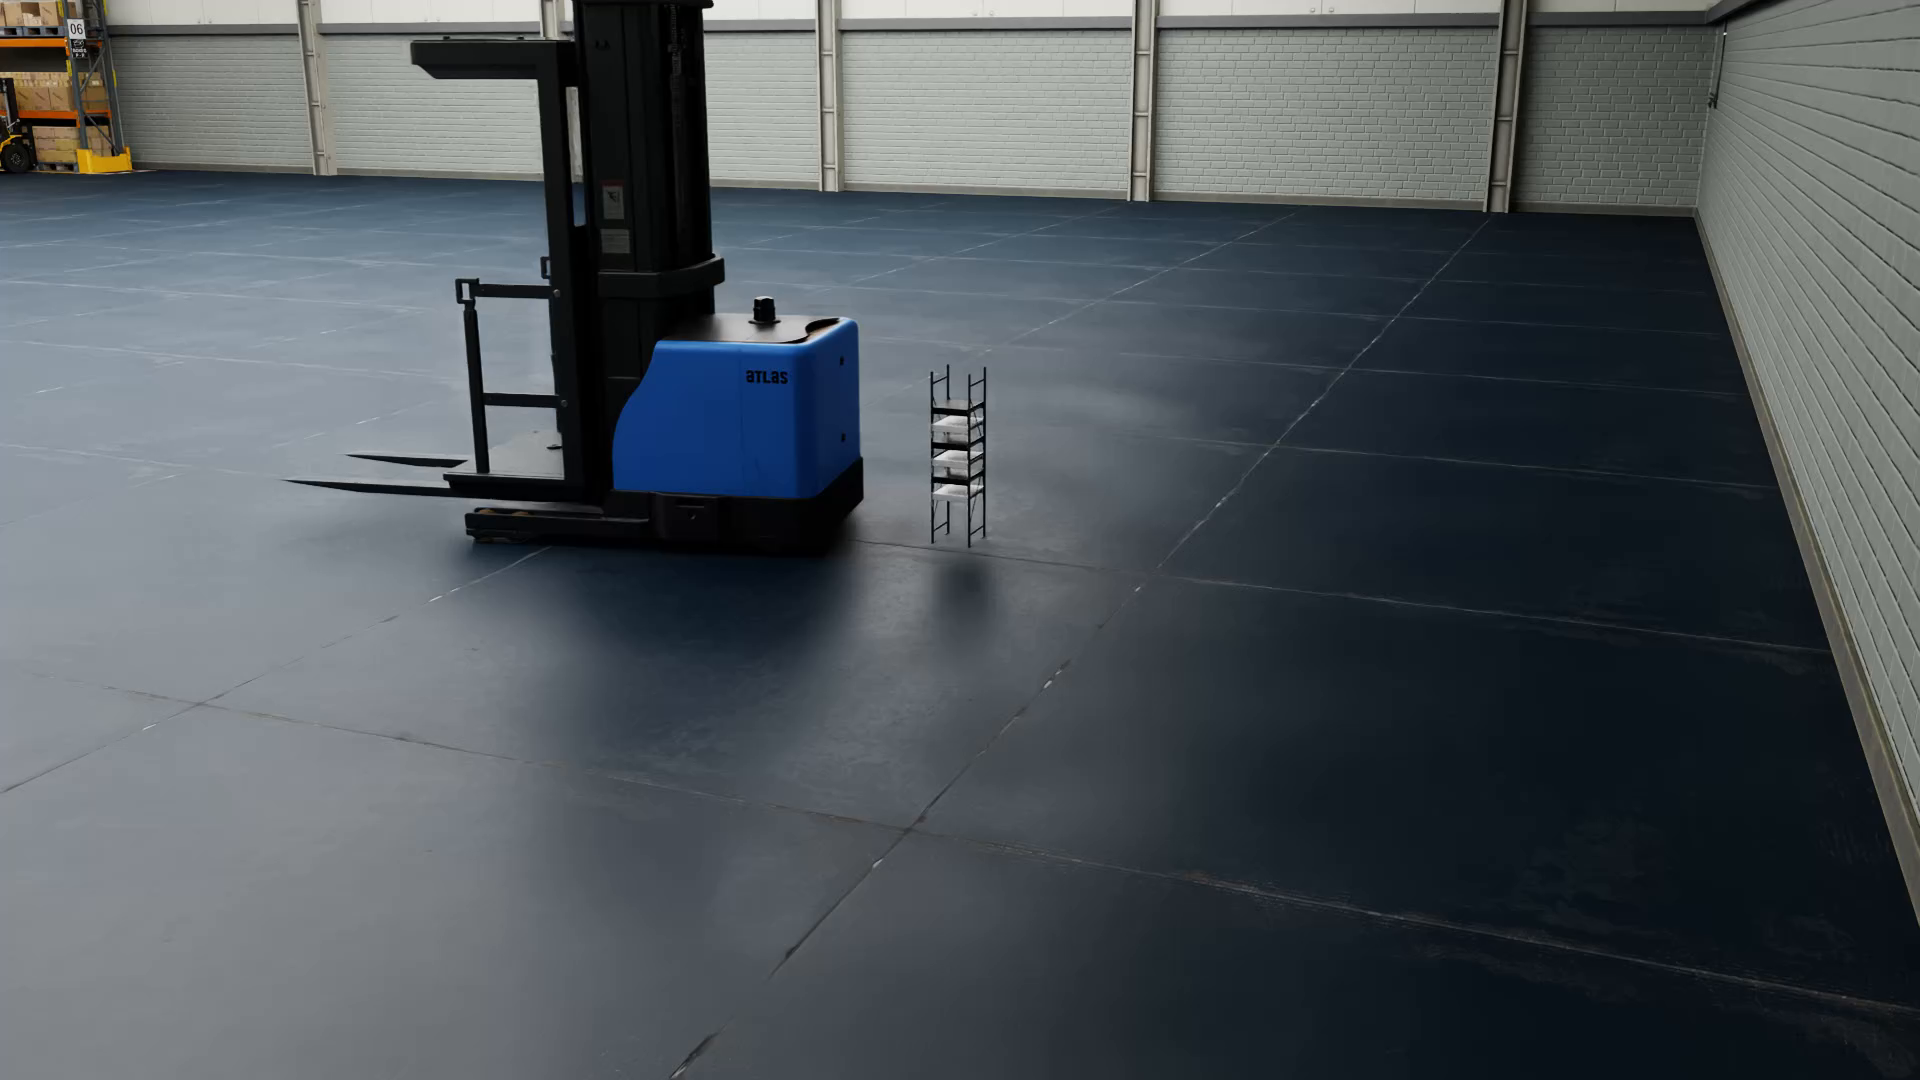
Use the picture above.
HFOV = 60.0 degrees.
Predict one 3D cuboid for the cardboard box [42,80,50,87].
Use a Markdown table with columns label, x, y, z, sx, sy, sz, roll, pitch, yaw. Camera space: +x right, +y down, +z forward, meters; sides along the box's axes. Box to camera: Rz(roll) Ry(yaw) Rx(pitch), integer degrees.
| label | x | y | z | sx | sy | sz | roll | pitch | yaw |
| --- | --- | --- | --- | --- | --- | --- | --- | --- | --- |
| cardboard box | -19.730 | -9.948 | 36.219 | 0.250 | 0.149 | 0.380 | 7 | 17 | 22 |

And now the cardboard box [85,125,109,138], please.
| label | x | y | z | sx | sy | sz | roll | pitch | yaw |
| --- | --- | --- | --- | --- | --- | --- | --- | --- | --- |
| cardboard box | -19.215 | -9.025 | 36.766 | 0.500 | 0.250 | 0.500 | 6 | 17 | 20 |

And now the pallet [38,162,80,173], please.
| label | x | y | z | sx | sy | sz | roll | pitch | yaw |
| --- | --- | --- | --- | --- | --- | --- | --- | --- | --- |
| pallet | -19.564 | -8.294 | 36.863 | 1.213 | 0.211 | 1.003 | 6 | 17 | 21 |

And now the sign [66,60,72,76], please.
| label | x | y | z | sx | sy | sz | roll | pitch | yaw |
| --- | --- | --- | --- | --- | --- | --- | --- | --- | --- |
| sign | -19.049 | -10.096 | 35.568 | 0.005 | 0.325 | 0.100 | 6 | 17 | 21 |

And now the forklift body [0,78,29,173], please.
| label | x | y | z | sx | sy | sz | roll | pitch | yaw |
| --- | --- | --- | --- | --- | --- | --- | --- | --- | --- |
| forklift body | -21.271 | -8.878 | 35.399 | 1.214 | 2.155 | 2.313 | 6 | 17 | 21 |

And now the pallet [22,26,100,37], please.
| label | x | y | z | sx | sy | sz | roll | pitch | yaw |
| --- | --- | --- | --- | --- | --- | --- | --- | --- | --- |
| pallet | -19.485 | -11.042 | 36.108 | 1.213 | 0.211 | 1.003 | 6 | 17 | 21 |

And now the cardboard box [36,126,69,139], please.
| label | x | y | z | sx | sy | sz | roll | pitch | yaw |
| --- | --- | --- | --- | --- | --- | --- | --- | --- | --- |
| cardboard box | -19.857 | -8.944 | 36.486 | 0.500 | 0.250 | 0.500 | 7 | 17 | 22 |

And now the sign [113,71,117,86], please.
| label | x | y | z | sx | sy | sz | roll | pitch | yaw |
| --- | --- | --- | --- | --- | --- | --- | --- | --- | --- |
| sign | -18.628 | -10.162 | 36.604 | 0.005 | 0.325 | 0.100 | 6 | 17 | 21 |

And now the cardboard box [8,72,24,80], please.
| label | x | y | z | sx | sy | sz | roll | pitch | yaw |
| --- | --- | --- | --- | --- | --- | --- | --- | --- | --- |
| cardboard box | -20.677 | -10.205 | 36.569 | 0.250 | 0.149 | 0.380 | 7 | 17 | 21 |

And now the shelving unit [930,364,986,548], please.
| label | x | y | z | sx | sy | sz | roll | pitch | yaw |
| --- | --- | --- | --- | --- | --- | --- | --- | --- | --- |
| shelving unit | -0.008 | -0.433 | 8.551 | 0.210 | 0.900 | 0.258 | 6 | 17 | 21 |

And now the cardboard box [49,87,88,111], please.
| label | x | y | z | sx | sy | sz | roll | pitch | yaw |
| --- | --- | --- | --- | --- | --- | --- | --- | --- | --- |
| cardboard box | -19.391 | -9.595 | 36.167 | 0.500 | 0.500 | 0.500 | 6 | 17 | 19 |

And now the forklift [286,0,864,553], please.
| label | x | y | z | sx | sy | sz | roll | pitch | yaw |
| --- | --- | --- | --- | --- | --- | --- | --- | --- | --- |
| forklift | -2.103 | -1.529 | 8.683 | 3.031 | 2.935 | 1.130 | 3 | 16 | 11 |

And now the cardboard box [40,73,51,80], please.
| label | x | y | z | sx | sy | sz | roll | pitch | yaw |
| --- | --- | --- | --- | --- | --- | --- | --- | --- | --- |
| cardboard box | -19.742 | -10.087 | 36.161 | 0.250 | 0.149 | 0.380 | 7 | 17 | 22 |

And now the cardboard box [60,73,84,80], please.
| label | x | y | z | sx | sy | sz | roll | pitch | yaw |
| --- | --- | --- | --- | --- | --- | --- | --- | --- | --- |
| cardboard box | -19.248 | -10.050 | 36.034 | 0.250 | 0.149 | 0.380 | 6 | 17 | 21 |

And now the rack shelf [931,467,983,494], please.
| label | x | y | z | sx | sy | sz | roll | pitch | yaw |
| --- | --- | --- | --- | --- | --- | --- | --- | --- | --- |
| rack shelf | -0.008 | -0.315 | 8.585 | 0.200 | 0.077 | 0.258 | 6 | 17 | 21 |

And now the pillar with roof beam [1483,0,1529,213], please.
| label | x | y | z | sx | sy | sz | roll | pitch | yaw |
| --- | --- | --- | --- | --- | --- | --- | --- | --- | --- |
| pillar with roof beam | 7.174 | -8.566 | 22.039 | 0.400 | 9.000 | 9.100 | 6 | 17 | 21 |

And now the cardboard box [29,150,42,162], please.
| label | x | y | z | sx | sy | sz | roll | pitch | yaw |
| --- | --- | --- | --- | --- | --- | --- | --- | --- | --- |
| cardboard box | -20.311 | -8.519 | 36.818 | 0.500 | 0.250 | 0.500 | 6 | 17 | 21 |

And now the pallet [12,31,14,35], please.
| label | x | y | z | sx | sy | sz | roll | pitch | yaw |
| --- | --- | --- | --- | --- | --- | --- | --- | --- | --- |
| pallet | -21.755 | -11.292 | 36.968 | 1.213 | 0.211 | 1.003 | 6 | 17 | 21 |

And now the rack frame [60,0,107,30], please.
| label | x | y | z | sx | sy | sz | roll | pitch | yaw |
| --- | --- | --- | --- | --- | --- | --- | --- | --- | --- |
| rack frame | -18.837 | -12.446 | 35.405 | 0.127 | 3.000 | 1.000 | 6 | 17 | 21 |

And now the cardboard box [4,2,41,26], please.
| label | x | y | z | sx | sy | sz | roll | pitch | yaw |
| --- | --- | --- | --- | --- | --- | --- | --- | --- | --- |
| cardboard box | -20.254 | -11.416 | 36.126 | 0.500 | 0.500 | 0.700 | 6 | 17 | 21 |

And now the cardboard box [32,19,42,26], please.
| label | x | y | z | sx | sy | sz | roll | pitch | yaw |
| --- | --- | --- | --- | --- | --- | --- | --- | --- | --- |
| cardboard box | -19.719 | -11.141 | 35.807 | 0.250 | 0.149 | 0.380 | 6 | 17 | 19 |

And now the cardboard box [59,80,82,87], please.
| label | x | y | z | sx | sy | sz | roll | pitch | yaw |
| --- | --- | --- | --- | --- | --- | --- | --- | --- | --- |
| cardboard box | -19.263 | -9.888 | 36.009 | 0.250 | 0.149 | 0.380 | 7 | 17 | 21 |

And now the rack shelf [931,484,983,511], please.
| label | x | y | z | sx | sy | sz | roll | pitch | yaw |
| --- | --- | --- | --- | --- | --- | --- | --- | --- | --- |
| rack shelf | -0.008 | -0.228 | 8.611 | 0.200 | 0.077 | 0.258 | 6 | 17 | 21 |

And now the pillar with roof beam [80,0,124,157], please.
| label | x | y | z | sx | sy | sz | roll | pitch | yaw |
| --- | --- | --- | --- | --- | --- | --- | --- | --- | --- |
| pillar with roof beam | -20.734 | -11.635 | 32.610 | 0.400 | 9.000 | 9.100 | 6 | 17 | 21 |

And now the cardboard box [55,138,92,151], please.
| label | x | y | z | sx | sy | sz | roll | pitch | yaw |
| --- | --- | --- | --- | --- | --- | --- | --- | --- | --- |
| cardboard box | -19.405 | -8.655 | 36.389 | 0.500 | 0.250 | 0.500 | 6 | 17 | 20 |

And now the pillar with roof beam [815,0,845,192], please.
| label | x | y | z | sx | sy | sz | roll | pitch | yaw |
| --- | --- | --- | --- | --- | --- | --- | --- | --- | --- |
| pillar with roof beam | -3.989 | -9.793 | 26.267 | 0.400 | 9.000 | 9.100 | 6 | 17 | 21 |

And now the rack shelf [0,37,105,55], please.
| label | x | y | z | sx | sy | sz | roll | pitch | yaw |
| --- | --- | --- | --- | --- | --- | --- | --- | --- | --- |
| rack shelf | -20.698 | -10.865 | 36.629 | 4.000 | 0.370 | 1.077 | 6 | 17 | 21 |

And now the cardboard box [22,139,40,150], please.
| label | x | y | z | sx | sy | sz | roll | pitch | yaw |
| --- | --- | --- | --- | --- | --- | --- | --- | --- | --- |
| cardboard box | -20.355 | -8.757 | 36.739 | 0.500 | 0.250 | 0.500 | 6 | 17 | 19 |

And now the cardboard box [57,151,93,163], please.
| label | x | y | z | sx | sy | sz | roll | pitch | yaw |
| --- | --- | --- | --- | --- | --- | --- | --- | --- | --- |
| cardboard box | -19.390 | -8.413 | 36.450 | 0.500 | 0.250 | 0.500 | 6 | 17 | 21 |

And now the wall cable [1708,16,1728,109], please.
| label | x | y | z | sx | sy | sz | roll | pitch | yaw |
| --- | --- | --- | --- | --- | --- | --- | --- | --- | --- |
| wall cable | 11.009 | -7.547 | 24.098 | 0.112 | 2.526 | 3.097 | 6 | 17 | 21 |

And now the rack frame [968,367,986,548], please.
| label | x | y | z | sx | sy | sz | roll | pitch | yaw |
| --- | --- | --- | --- | --- | --- | --- | --- | --- | --- |
| rack frame | 0.087 | -0.423 | 8.515 | 0.006 | 0.900 | 0.240 | 6 | 17 | 21 |

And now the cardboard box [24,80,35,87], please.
| label | x | y | z | sx | sy | sz | roll | pitch | yaw |
| --- | --- | --- | --- | --- | --- | --- | --- | --- | --- |
| cardboard box | -20.222 | -9.992 | 36.368 | 0.250 | 0.149 | 0.380 | 6 | 17 | 19 |

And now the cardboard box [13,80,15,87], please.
| label | x | y | z | sx | sy | sz | roll | pitch | yaw |
| --- | --- | --- | --- | --- | --- | --- | --- | --- | --- |
| cardboard box | -20.664 | -10.061 | 36.608 | 0.250 | 0.149 | 0.380 | 6 | 17 | 20 |

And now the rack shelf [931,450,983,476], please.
| label | x | y | z | sx | sy | sz | roll | pitch | yaw |
| --- | --- | --- | --- | --- | --- | --- | --- | --- | --- |
| rack shelf | -0.008 | -0.401 | 8.560 | 0.200 | 0.077 | 0.258 | 6 | 17 | 21 |

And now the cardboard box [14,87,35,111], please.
| label | x | y | z | sx | sy | sz | roll | pitch | yaw |
| --- | --- | --- | --- | --- | --- | --- | --- | --- | --- |
| cardboard box | -20.347 | -9.703 | 36.538 | 0.500 | 0.500 | 0.500 | 6 | 17 | 20 |

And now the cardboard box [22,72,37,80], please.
| label | x | y | z | sx | sy | sz | roll | pitch | yaw |
| --- | --- | --- | --- | --- | --- | --- | --- | --- | --- |
| cardboard box | -20.229 | -10.129 | 36.308 | 0.250 | 0.149 | 0.380 | 7 | 18 | 22 |
